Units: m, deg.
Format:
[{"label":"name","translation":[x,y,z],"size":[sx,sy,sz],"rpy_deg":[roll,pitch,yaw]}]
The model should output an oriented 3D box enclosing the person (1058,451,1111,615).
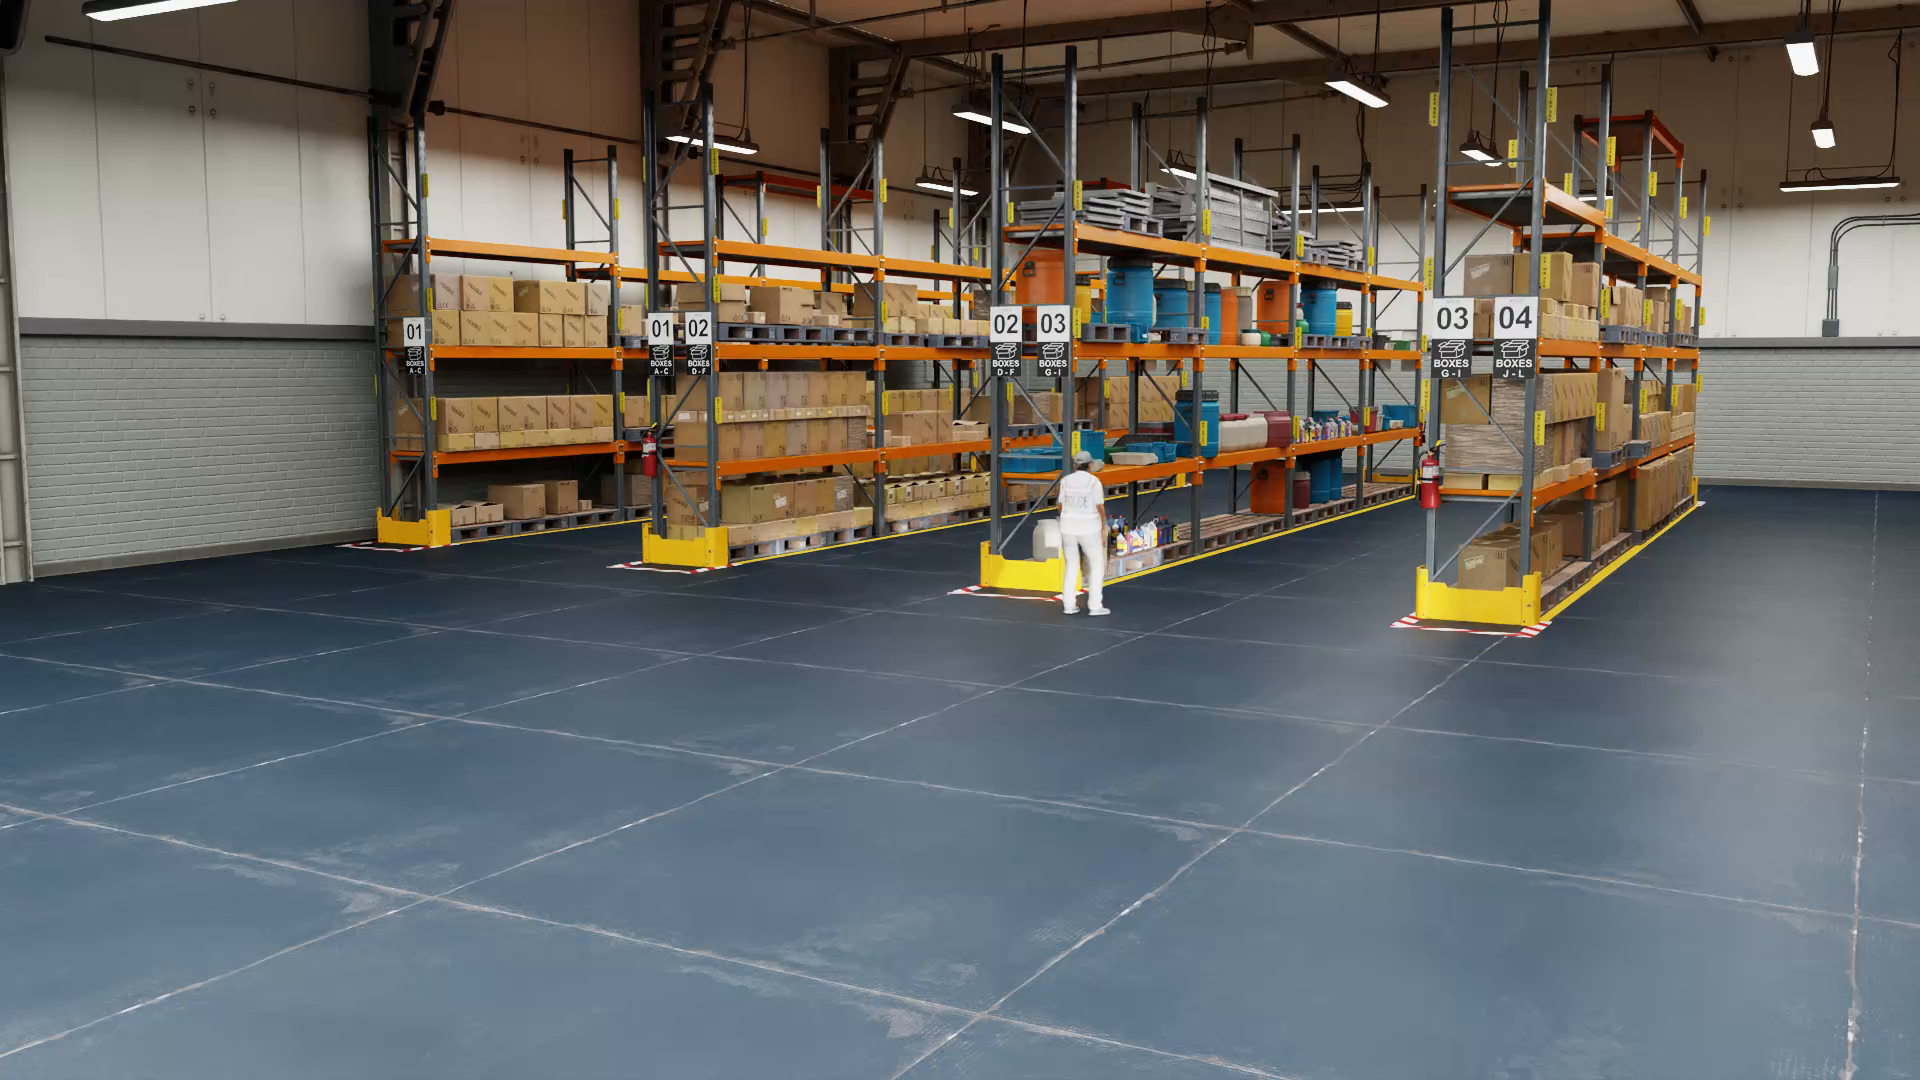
[{"label":"person","translation":[1.258,-0.071,16.992],"size":[0.526,1.670,0.439],"rpy_deg":[3,7,27]}]
